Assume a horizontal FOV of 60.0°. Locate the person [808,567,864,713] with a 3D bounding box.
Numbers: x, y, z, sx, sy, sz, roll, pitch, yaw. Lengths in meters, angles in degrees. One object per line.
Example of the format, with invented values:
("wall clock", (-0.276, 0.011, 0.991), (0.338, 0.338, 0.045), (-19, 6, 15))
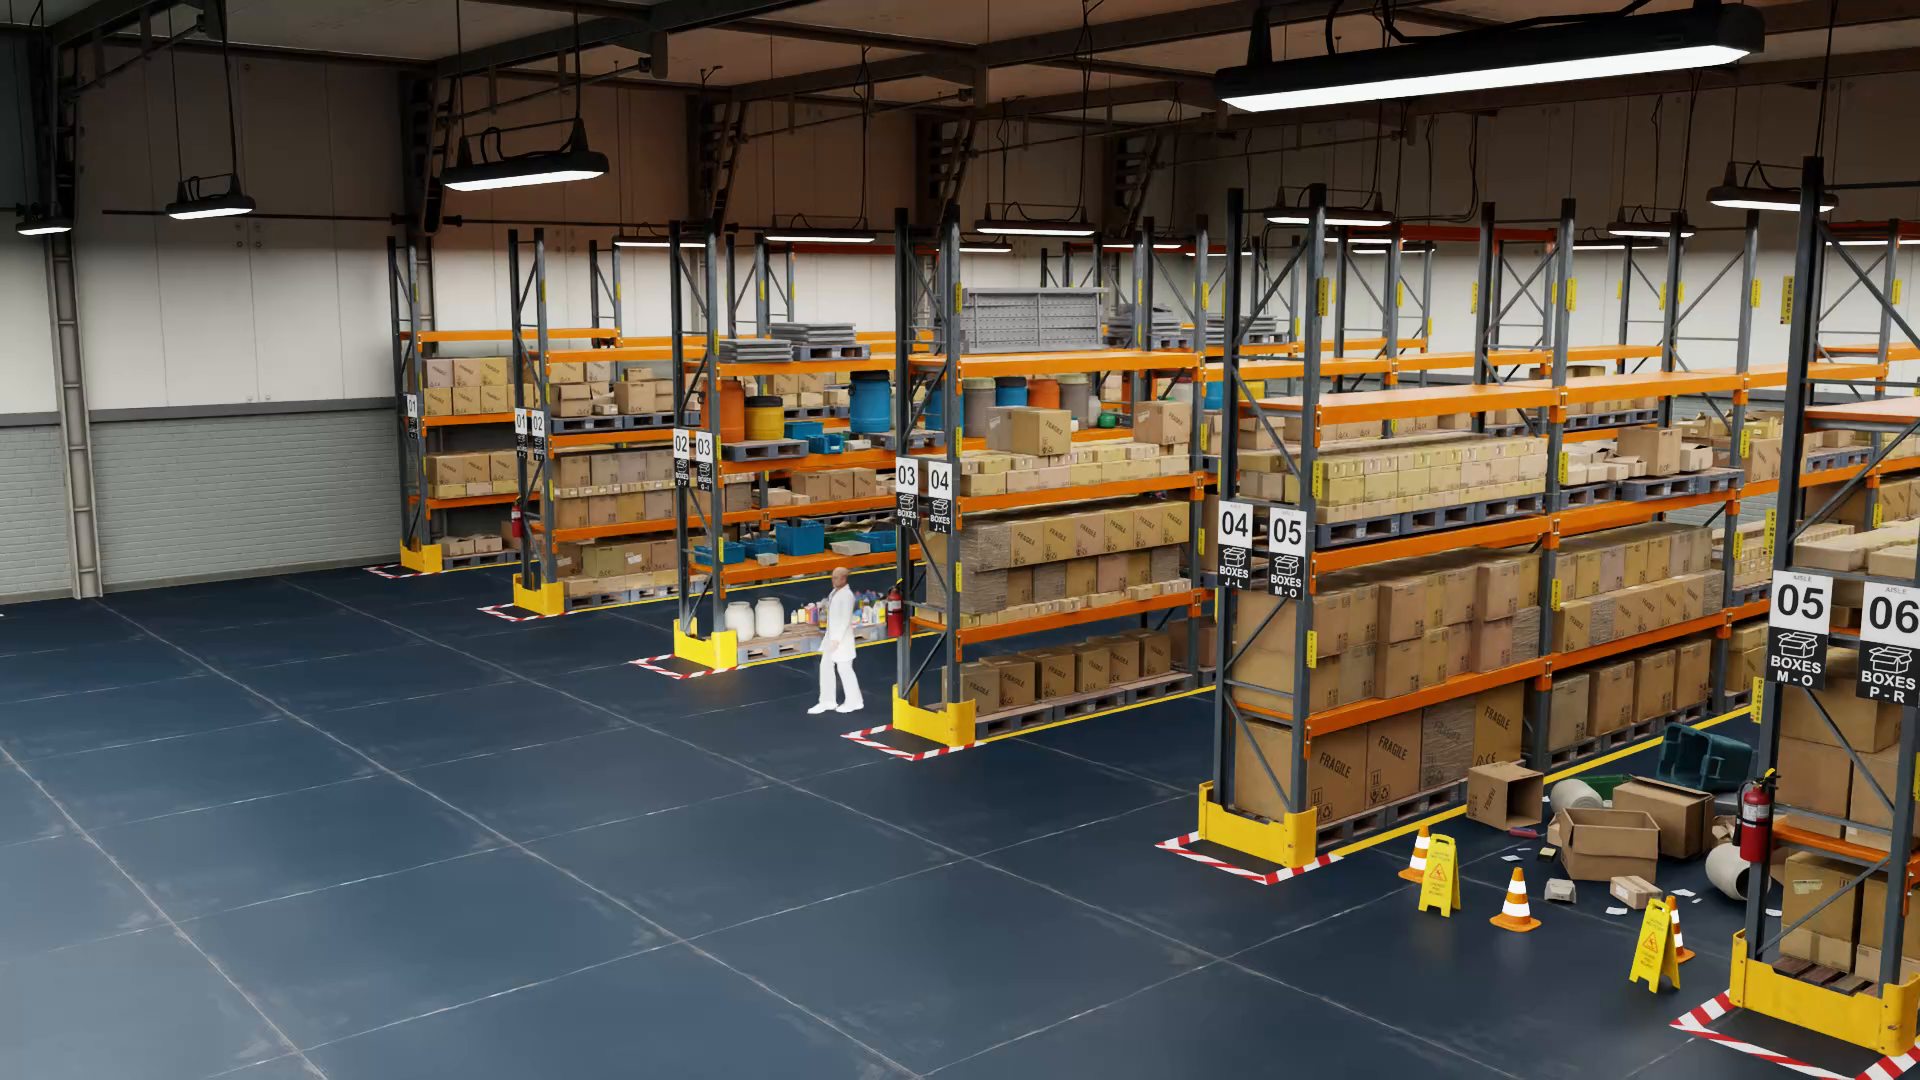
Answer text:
("person", (-1.494, 1.232, 20.088), (0.666, 1.799, 0.640), (-3, 9, -21))
